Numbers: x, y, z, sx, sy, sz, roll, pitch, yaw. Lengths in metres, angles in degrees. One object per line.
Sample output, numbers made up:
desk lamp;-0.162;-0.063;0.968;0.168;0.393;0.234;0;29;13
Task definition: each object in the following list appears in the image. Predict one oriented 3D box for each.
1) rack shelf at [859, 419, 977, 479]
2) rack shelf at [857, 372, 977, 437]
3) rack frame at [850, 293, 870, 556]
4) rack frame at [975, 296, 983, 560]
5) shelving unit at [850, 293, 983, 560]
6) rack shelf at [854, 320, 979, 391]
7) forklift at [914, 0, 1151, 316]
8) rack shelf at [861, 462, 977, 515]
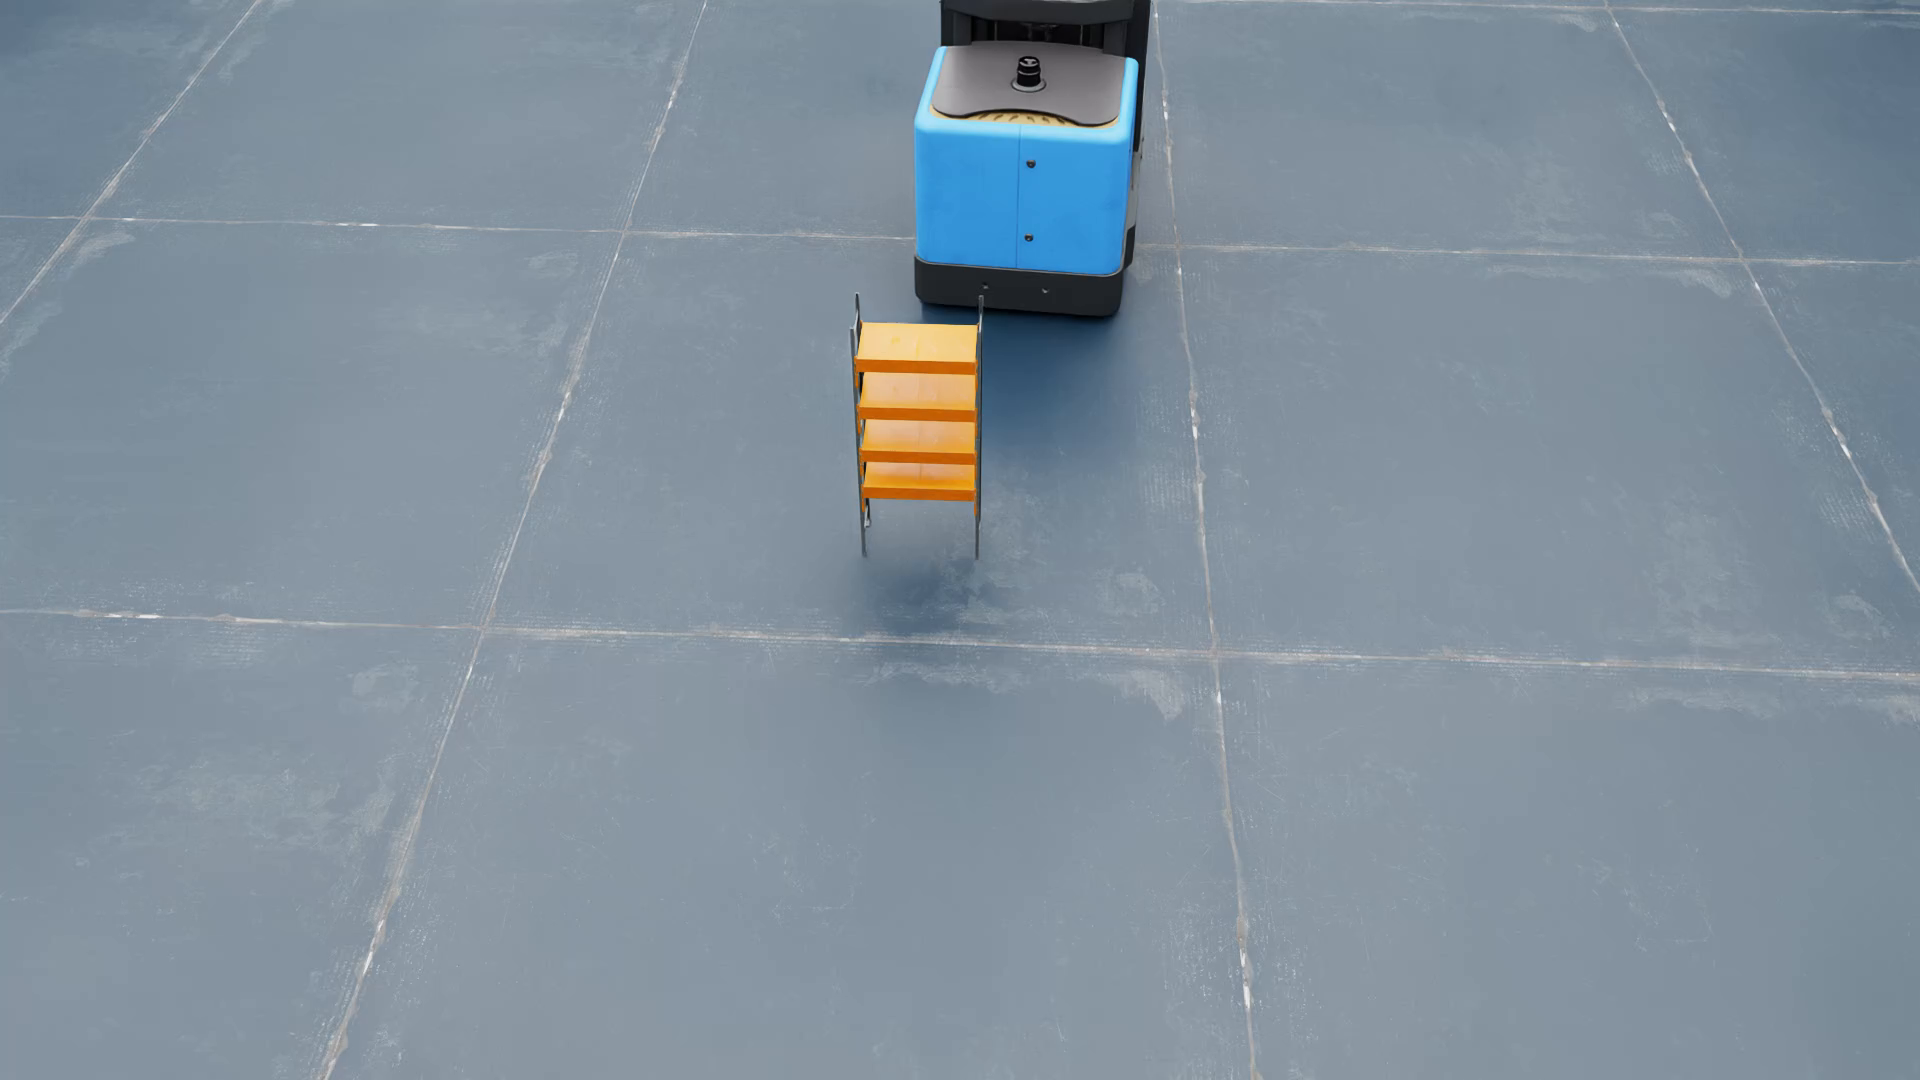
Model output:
rack shelf;-0.165;-0.395;6.892;0.480;0.148;0.258;2;43;2
rack shelf;-0.165;-0.559;6.740;0.480;0.148;0.258;2;43;2
rack frame;-0.409;-0.452;6.855;0.015;1.200;0.240;2;43;2
rack frame;0.078;-0.437;6.838;0.015;1.200;0.240;2;43;2
shelving unit;-0.165;-0.444;6.846;0.503;1.200;0.258;2;43;2
rack shelf;-0.165;-0.732;6.579;0.480;0.148;0.258;2;43;2
forklift;0.474;-3.205;8.540;1.130;2.935;3.031;5;43;6
rack shelf;-0.165;-0.250;7.028;0.480;0.148;0.258;2;43;2
